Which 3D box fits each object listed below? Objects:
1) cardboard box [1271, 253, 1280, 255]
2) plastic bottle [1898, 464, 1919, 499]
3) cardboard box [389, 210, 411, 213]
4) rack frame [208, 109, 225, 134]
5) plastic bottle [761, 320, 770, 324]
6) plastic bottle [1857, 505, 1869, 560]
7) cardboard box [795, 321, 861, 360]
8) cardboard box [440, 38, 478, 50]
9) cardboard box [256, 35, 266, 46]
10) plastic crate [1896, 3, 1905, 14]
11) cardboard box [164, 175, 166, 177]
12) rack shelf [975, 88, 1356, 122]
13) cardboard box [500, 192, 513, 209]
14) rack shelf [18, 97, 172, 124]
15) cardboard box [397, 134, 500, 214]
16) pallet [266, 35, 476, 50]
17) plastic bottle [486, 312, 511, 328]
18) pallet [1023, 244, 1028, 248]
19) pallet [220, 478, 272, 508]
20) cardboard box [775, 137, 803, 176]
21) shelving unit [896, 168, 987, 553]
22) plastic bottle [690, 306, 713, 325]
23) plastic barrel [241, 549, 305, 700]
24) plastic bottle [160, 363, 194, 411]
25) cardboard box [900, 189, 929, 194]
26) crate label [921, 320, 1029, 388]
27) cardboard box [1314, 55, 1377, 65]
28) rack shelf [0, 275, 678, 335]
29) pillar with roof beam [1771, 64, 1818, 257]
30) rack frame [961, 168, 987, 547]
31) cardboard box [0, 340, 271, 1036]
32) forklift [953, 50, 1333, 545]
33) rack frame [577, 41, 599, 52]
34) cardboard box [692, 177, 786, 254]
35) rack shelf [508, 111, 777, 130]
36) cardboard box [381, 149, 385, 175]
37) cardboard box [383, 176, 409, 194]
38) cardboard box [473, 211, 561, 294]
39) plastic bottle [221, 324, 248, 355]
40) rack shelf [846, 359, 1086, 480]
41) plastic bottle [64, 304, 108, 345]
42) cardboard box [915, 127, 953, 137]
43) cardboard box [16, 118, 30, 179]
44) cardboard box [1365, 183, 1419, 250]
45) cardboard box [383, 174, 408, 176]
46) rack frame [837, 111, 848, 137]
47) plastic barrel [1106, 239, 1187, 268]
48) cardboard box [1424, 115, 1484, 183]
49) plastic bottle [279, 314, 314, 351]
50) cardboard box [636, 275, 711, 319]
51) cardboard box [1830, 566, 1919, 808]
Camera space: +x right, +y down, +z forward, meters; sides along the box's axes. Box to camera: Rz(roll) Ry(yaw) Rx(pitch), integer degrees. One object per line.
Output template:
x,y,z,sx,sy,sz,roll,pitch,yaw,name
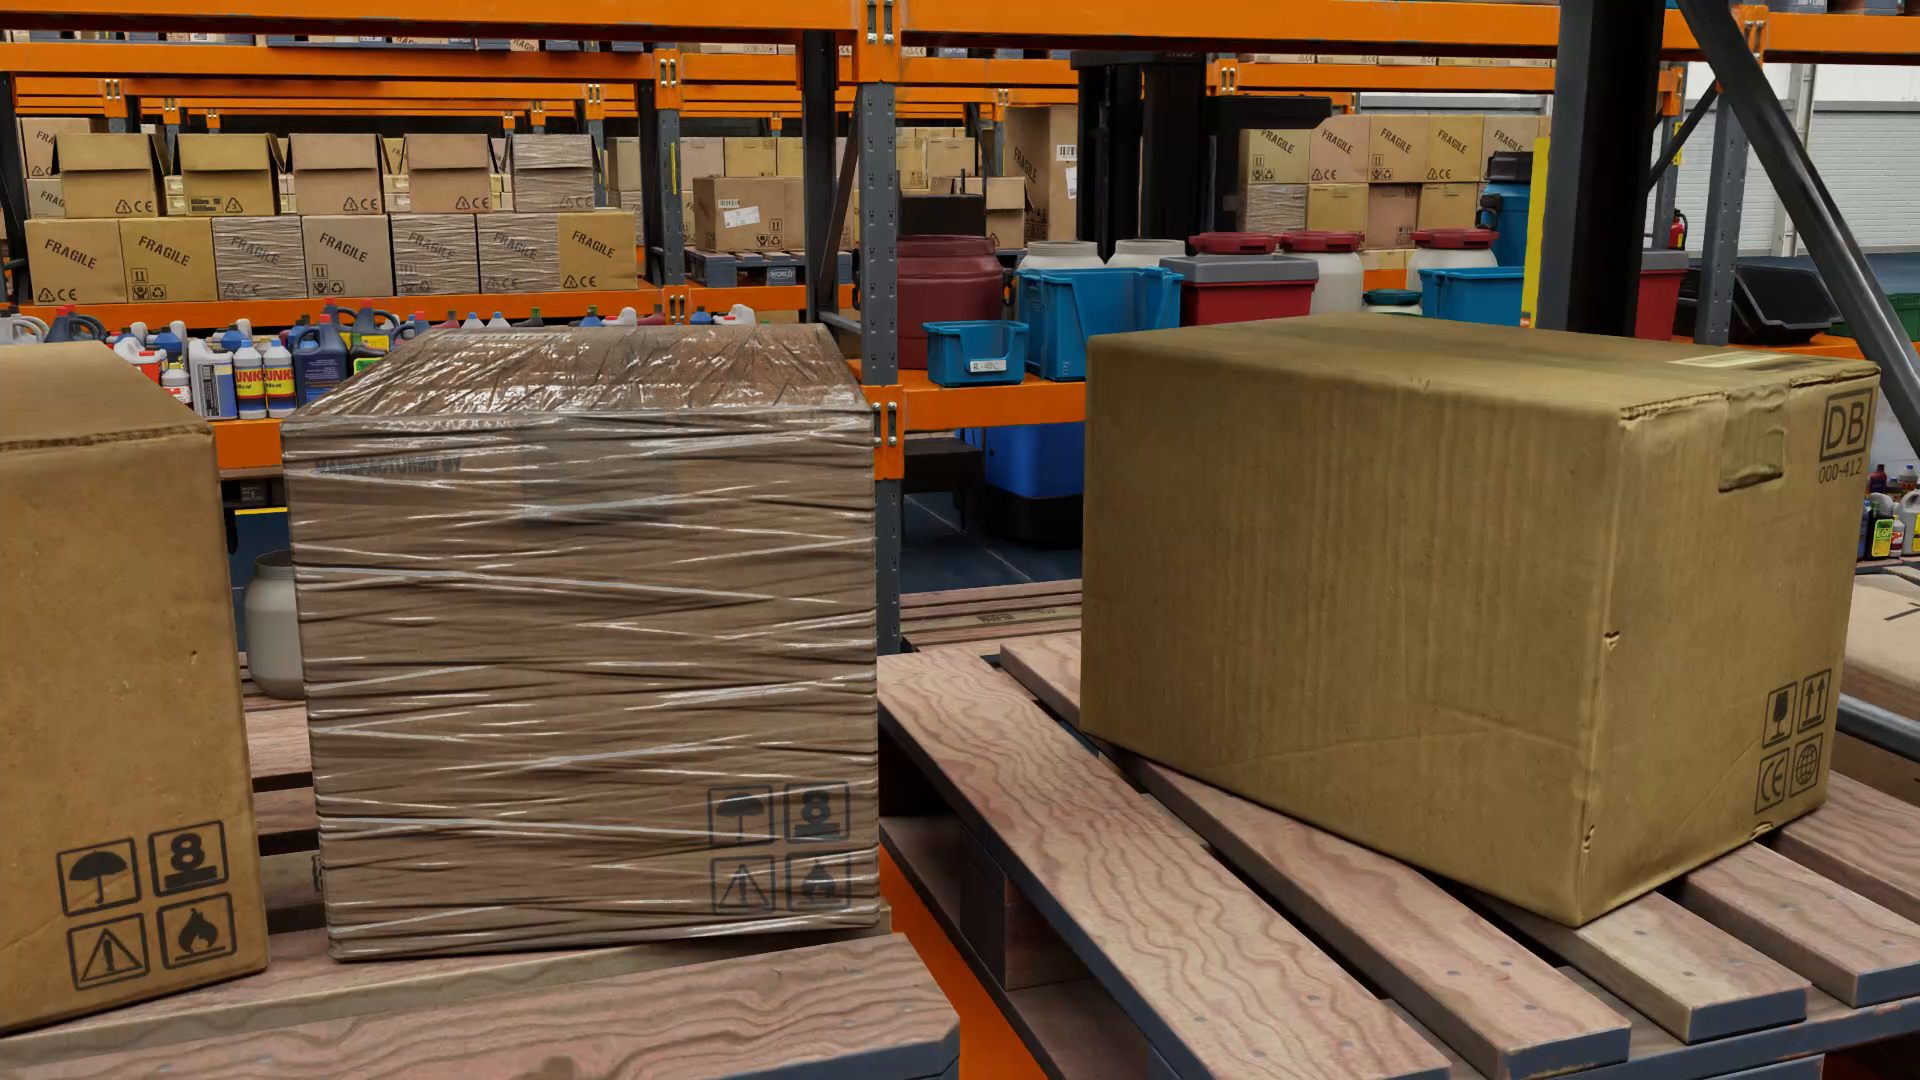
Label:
2.295,-2.102,12.541,0.250,0.149,0.380,-4,14,-18,cardboard box
5.308,-0.289,9.321,0.097,0.271,0.097,0,13,0,plastic bottle
-3.557,-1.959,11.180,0.500,0.500,0.500,-5,14,-19,cardboard box
-10.575,-4.930,23.888,0.127,3.000,1.000,-4,14,-18,rack frame
-0.704,-0.697,6.344,0.133,0.283,0.061,-4,14,-18,plastic bottle
4.410,-0.080,8.272,0.185,0.351,0.144,-5,14,-20,plastic bottle
-0.912,-1.424,11.977,0.500,0.250,0.500,-3,14,-12,cardboard box
-4.453,-4.429,15.083,0.500,0.500,0.500,-4,14,-18,cardboard box
-8.061,-5.556,18.911,0.500,0.500,0.500,-5,14,-19,cardboard box
4.726,-2.711,8.644,0.396,0.136,0.243,-4,14,-18,plastic crate
-9.517,-4.395,19.261,0.500,0.500,0.500,-4,14,-18,cardboard box
2.164,-4.611,17.618,4.000,0.370,1.077,-4,14,-18,rack shelf
-4.098,-3.129,15.309,0.250,0.149,0.380,-4,14,-16,cardboard box
-10.884,-4.804,18.428,4.000,0.370,1.077,-4,14,-18,rack shelf
-3.353,-2.402,10.877,0.637,0.503,0.797,-4,14,-17,cardboard box
-3.689,-3.189,10.492,1.213,0.211,1.003,-4,14,-15,pallet
-1.872,-0.790,6.760,0.097,0.271,0.097,0,13,0,plastic bottle
0.984,-2.141,12.576,1.213,0.211,1.003,-4,14,-18,pallet
-5.120,-0.385,10.806,1.213,0.211,1.003,-4,14,-18,pallet
-1.645,-3.739,16.502,0.500,0.500,0.700,-5,14,-19,cardboard box
-0.157,-1.009,9.348,0.503,2.100,0.431,-4,14,-18,shelving unit
-1.089,-0.851,7.017,0.097,0.271,0.097,0,13,0,plastic bottle
-2.492,0.313,6.313,0.421,0.512,0.421,0,13,0,plastic barrel
-2.692,-0.507,5.721,0.097,0.201,0.097,0,13,0,plastic bottle
-0.620,-3.268,16.685,0.500,0.500,0.500,-5,14,-19,cardboard box
0.062,-0.745,6.654,0.416,0.233,0.303,-4,14,-18,crate label
2.763,-3.662,12.400,0.500,0.250,0.500,-5,14,-19,cardboard box
-3.932,-1.466,10.879,4.000,0.370,1.077,-4,14,-18,rack shelf
18.284,-9.265,29.148,0.400,9.000,9.100,-4,14,-18,pillar with roof beam
0.074,-1.027,9.424,0.015,2.100,0.400,-4,14,-18,rack frame
-1.017,0.108,1.584,0.500,0.500,0.700,-9,16,-32,cardboard box
1.513,-1.609,10.072,3.031,2.935,1.130,-6,15,-25,forklift
-3.523,-5.977,15.326,0.127,3.000,1.000,-4,14,-18,rack frame
-1.538,-2.265,11.560,0.500,0.500,0.500,-6,15,-25,cardboard box
-4.888,-6.482,25.486,4.000,0.370,1.077,-4,14,-18,rack shelf
-7.042,-4.466,19.559,0.500,0.500,0.500,-5,14,-19,cardboard box
-5.067,-3.199,14.958,0.250,0.149,0.380,-4,14,-15,cardboard box
-2.900,-1.886,10.873,0.500,0.500,0.500,-5,14,-19,cardboard box
-2.749,-0.685,6.317,0.097,0.271,0.097,0,13,0,plastic bottle
1.439,-0.675,7.553,4.000,0.370,1.077,-4,14,-18,rack shelf
-3.306,-0.711,6.258,0.185,0.351,0.144,-4,14,-18,plastic bottle
-0.429,-5.130,21.708,0.500,0.500,0.700,-4,14,-18,cardboard box
-8.161,-3.310,14.057,0.500,0.500,0.500,-5,14,-20,cardboard box
3.128,-2.560,13.064,0.500,0.500,0.875,-4,14,-18,cardboard box
-5.268,-3.341,15.558,0.250,0.149,0.380,-4,14,-16,cardboard box
-1.406,-4.432,21.795,0.127,3.000,1.000,-4,14,-18,rack frame
0.849,-1.086,7.483,0.421,0.512,0.421,0,13,0,plastic barrel
3.680,-3.029,12.877,0.500,0.500,0.500,-4,14,-18,cardboard box
-2.601,-0.744,6.539,0.133,0.283,0.061,-4,14,-18,plastic bottle
-2.917,-2.194,16.338,0.750,0.750,1.050,-5,14,-19,cardboard box
1.478,0.235,2.364,0.500,0.311,0.500,-4,14,-15,cardboard box
